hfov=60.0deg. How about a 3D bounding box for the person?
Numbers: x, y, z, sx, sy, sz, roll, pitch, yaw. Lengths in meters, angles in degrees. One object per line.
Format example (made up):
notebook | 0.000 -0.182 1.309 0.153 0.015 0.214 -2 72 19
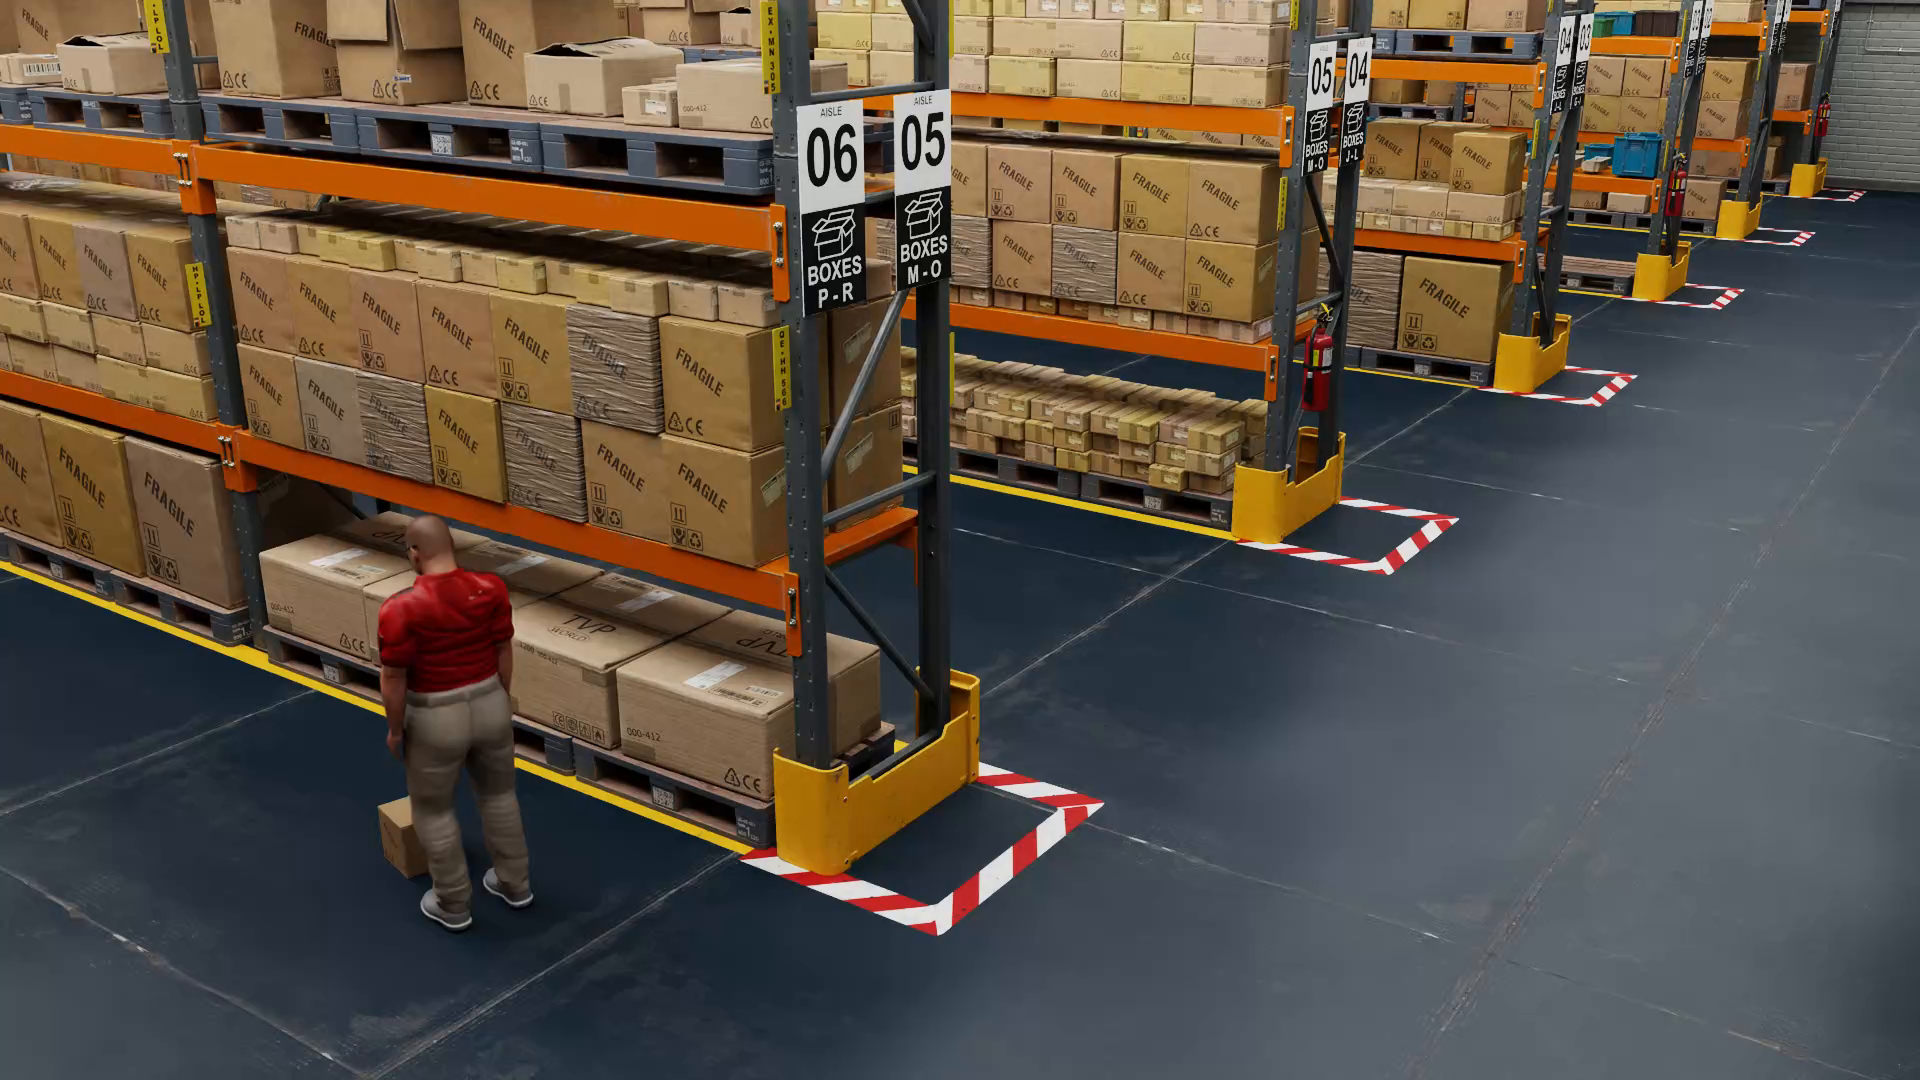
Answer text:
person | -2.021 0.720 6.607 0.532 1.719 0.357 -15 25 -37
